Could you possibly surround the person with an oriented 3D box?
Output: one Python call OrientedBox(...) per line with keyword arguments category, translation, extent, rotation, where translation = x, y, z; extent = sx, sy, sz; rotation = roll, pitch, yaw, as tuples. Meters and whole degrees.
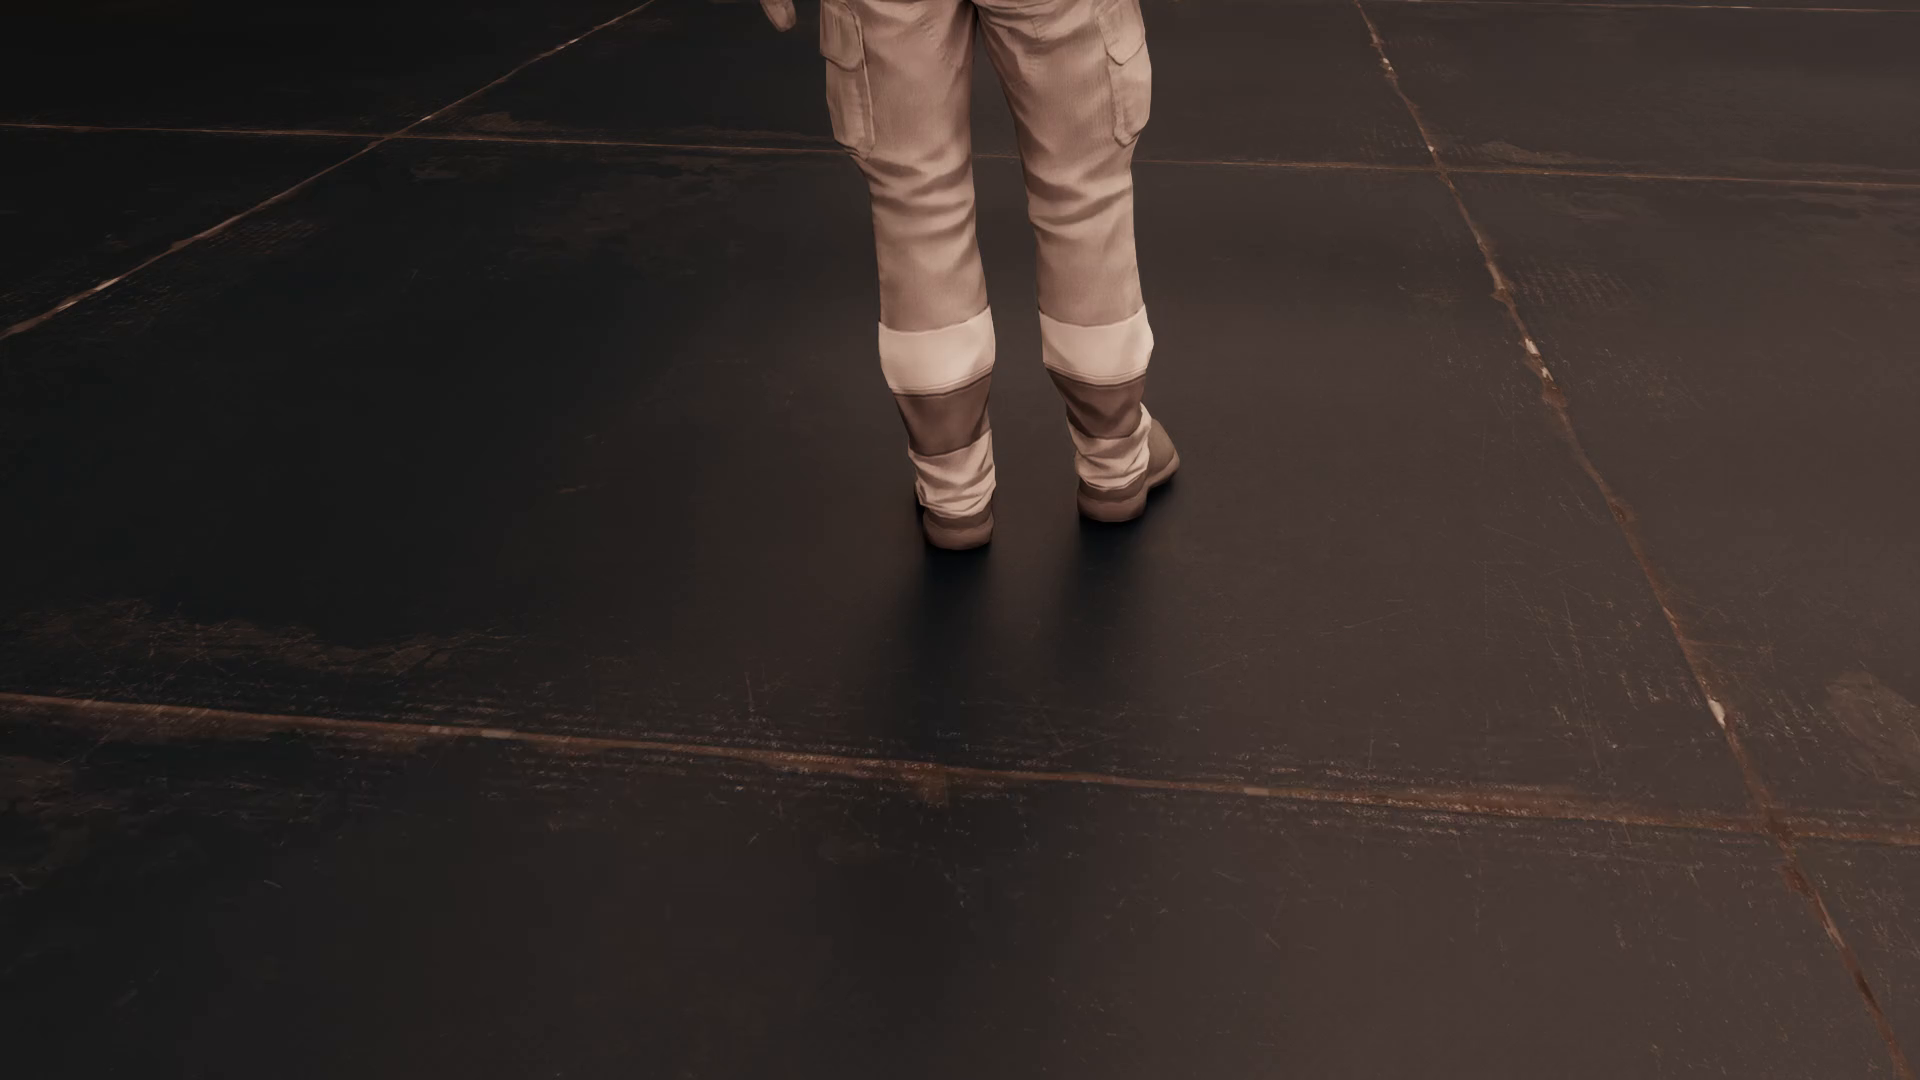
OrientedBox(category="person", translation=(0.022, -0.842, 2.168), extent=(0.636, 1.788, 0.559), rotation=(3, 27, 7))
